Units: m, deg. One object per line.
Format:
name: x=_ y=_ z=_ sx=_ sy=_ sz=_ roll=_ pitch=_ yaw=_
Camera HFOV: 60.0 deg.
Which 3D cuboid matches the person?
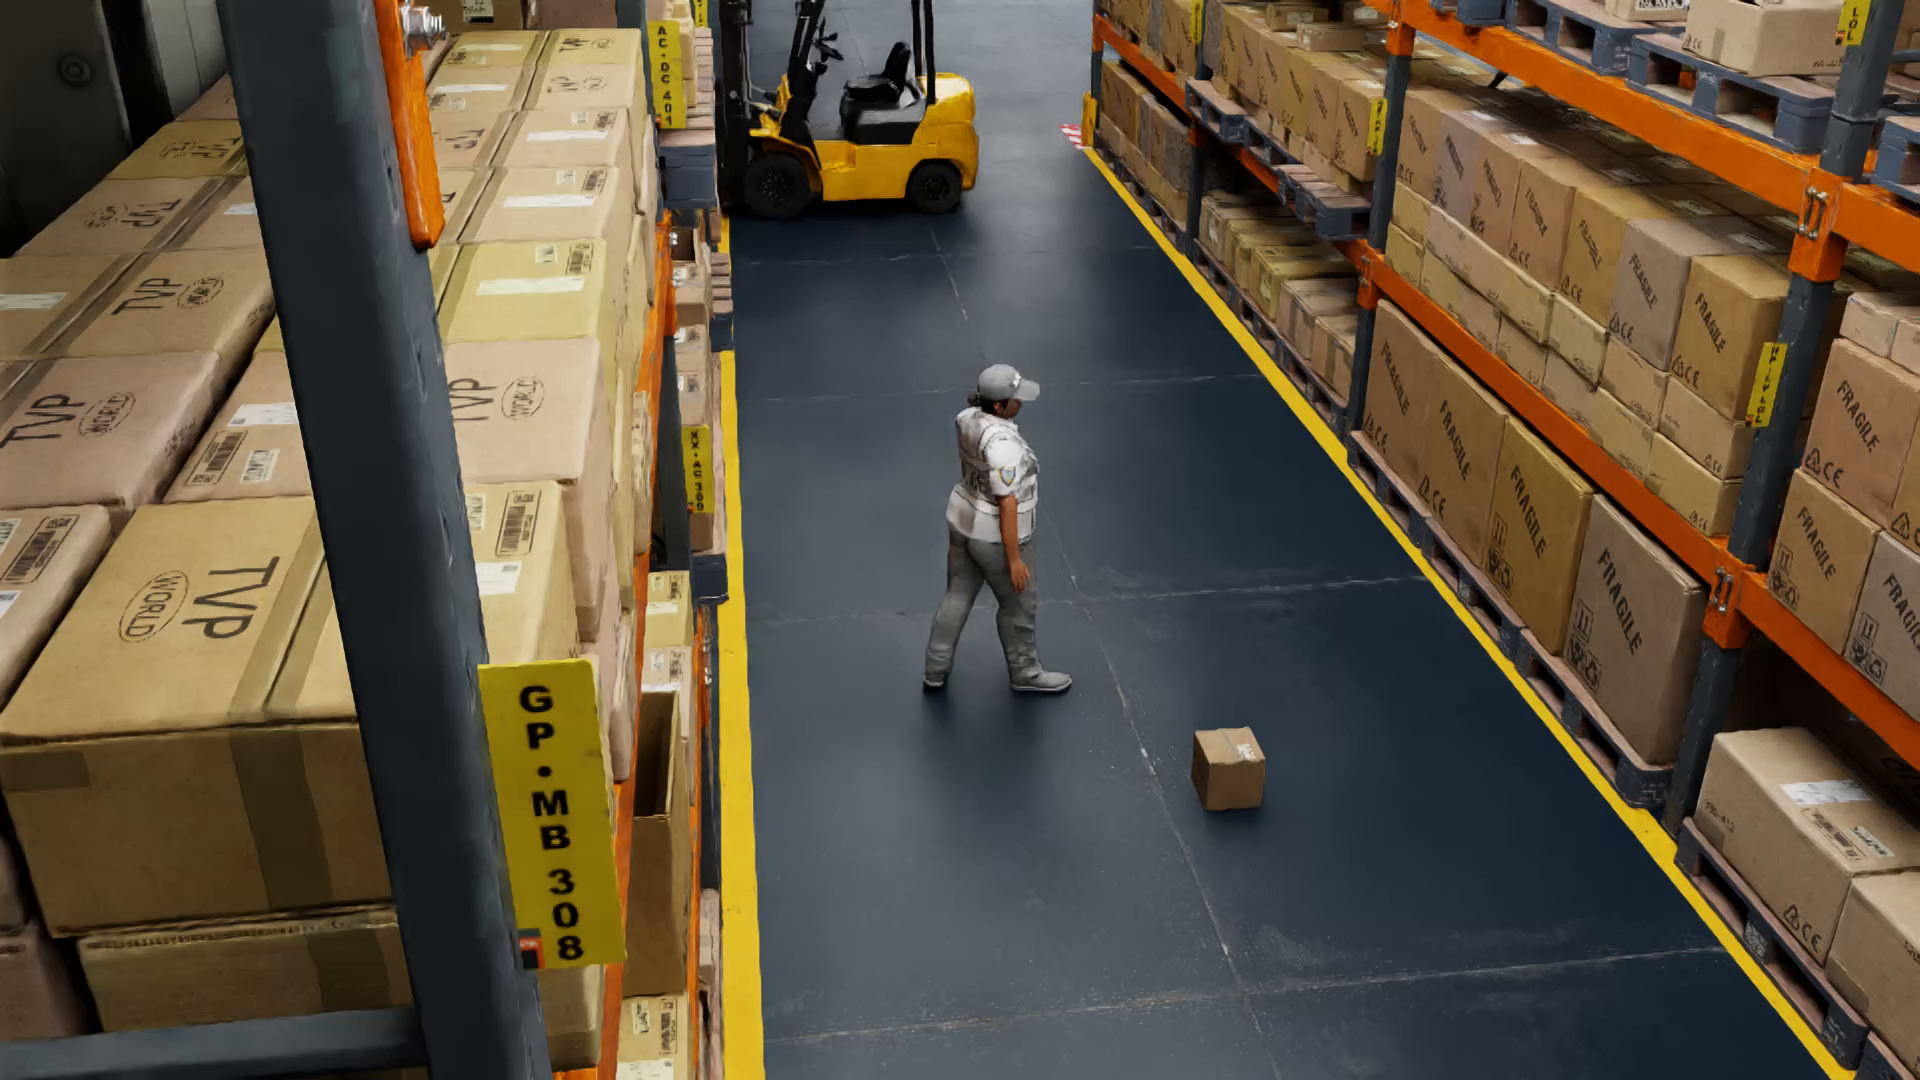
person: x=0.178 y=-0.026 z=7.658 sx=0.651 sy=1.649 sz=0.672 roll=-14 pitch=30 yaw=-24
